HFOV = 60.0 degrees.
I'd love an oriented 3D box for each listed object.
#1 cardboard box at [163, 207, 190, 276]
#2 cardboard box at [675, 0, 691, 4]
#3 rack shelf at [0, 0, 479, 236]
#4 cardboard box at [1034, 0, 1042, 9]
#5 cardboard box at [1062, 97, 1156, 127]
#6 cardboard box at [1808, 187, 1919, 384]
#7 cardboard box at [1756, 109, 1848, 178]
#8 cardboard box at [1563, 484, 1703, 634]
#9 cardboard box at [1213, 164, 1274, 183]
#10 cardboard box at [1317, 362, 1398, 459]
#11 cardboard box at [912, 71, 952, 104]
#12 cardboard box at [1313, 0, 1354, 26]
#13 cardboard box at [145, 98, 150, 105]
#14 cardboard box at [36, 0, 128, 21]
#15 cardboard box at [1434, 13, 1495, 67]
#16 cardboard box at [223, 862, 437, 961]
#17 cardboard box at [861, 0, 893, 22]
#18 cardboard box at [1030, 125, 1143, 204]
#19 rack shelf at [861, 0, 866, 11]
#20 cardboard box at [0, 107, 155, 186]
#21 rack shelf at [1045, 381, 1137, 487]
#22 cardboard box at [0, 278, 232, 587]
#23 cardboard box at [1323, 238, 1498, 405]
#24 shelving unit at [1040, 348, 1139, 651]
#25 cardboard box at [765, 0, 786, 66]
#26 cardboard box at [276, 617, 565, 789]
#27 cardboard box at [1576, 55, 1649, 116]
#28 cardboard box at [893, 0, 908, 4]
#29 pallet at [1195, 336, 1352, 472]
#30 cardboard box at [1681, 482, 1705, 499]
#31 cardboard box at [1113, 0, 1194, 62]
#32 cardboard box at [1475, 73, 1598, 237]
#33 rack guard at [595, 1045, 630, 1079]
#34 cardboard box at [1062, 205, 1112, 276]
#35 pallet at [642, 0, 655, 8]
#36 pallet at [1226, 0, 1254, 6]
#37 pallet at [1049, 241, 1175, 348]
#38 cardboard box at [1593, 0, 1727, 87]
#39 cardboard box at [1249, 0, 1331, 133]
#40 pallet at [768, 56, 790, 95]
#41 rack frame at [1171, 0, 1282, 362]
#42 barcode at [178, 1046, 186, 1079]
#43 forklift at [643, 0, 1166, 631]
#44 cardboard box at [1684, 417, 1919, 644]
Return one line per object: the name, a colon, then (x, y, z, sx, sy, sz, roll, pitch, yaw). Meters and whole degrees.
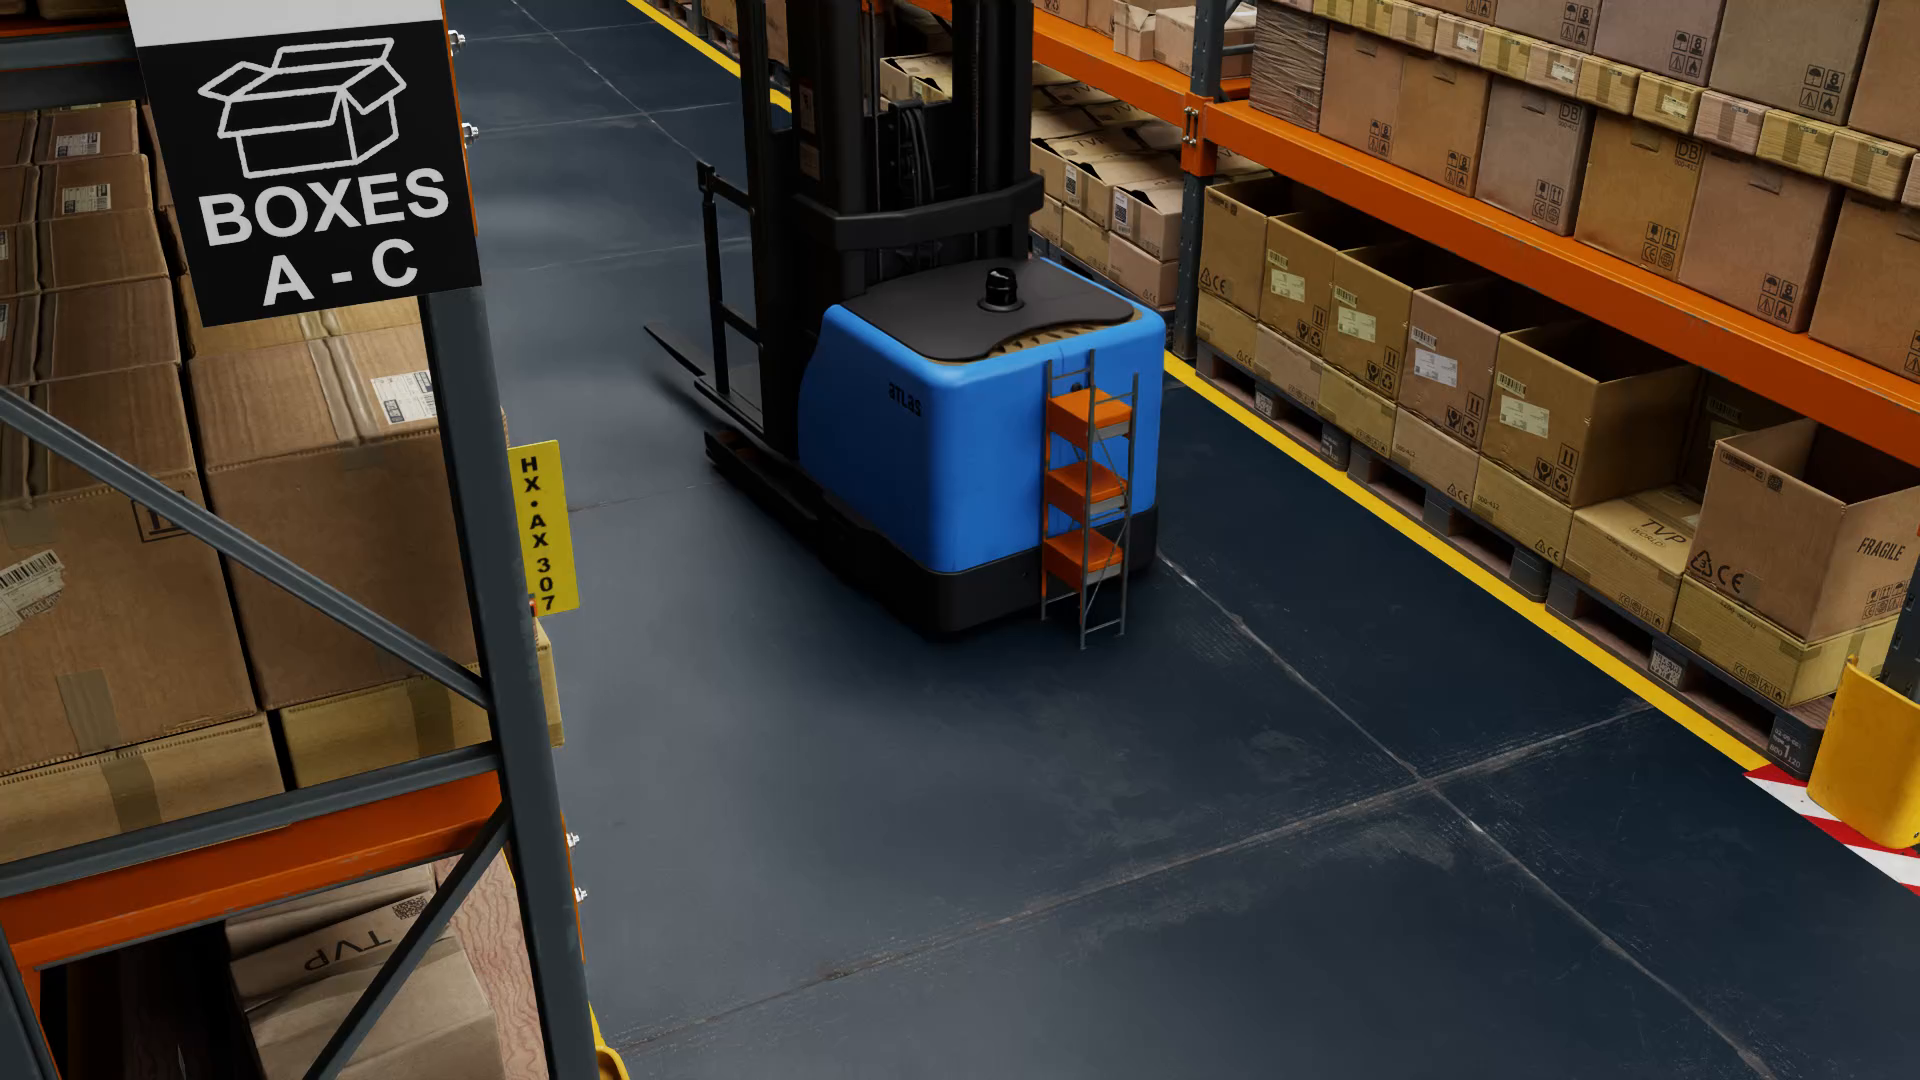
cardboard box: (-1.556, -0.517, 3.971, 0.500, 0.500, 0.500, -14, 32, -24)
cardboard box: (-2.383, -5.159, 14.989, 0.500, 0.500, 0.500, -13, 32, -22)
rack shelf: (-2.062, -1.401, 3.849, 1.077, 0.370, 4.000, -13, 32, -22)
cardboard box: (0.570, -3.404, 9.651, 0.500, 0.500, 0.500, -15, 33, -25)
cardboard box: (0.938, -2.473, 9.903, 0.500, 0.311, 0.500, -12, 32, -21)
cardboard box: (3.080, -0.817, 5.037, 0.700, 0.500, 0.500, -13, 32, -22)
cardboard box: (2.709, -1.248, 5.143, 0.380, 0.149, 0.250, -14, 32, -23)
cardboard box: (2.546, 0.059, 5.960, 0.500, 0.250, 0.500, -13, 32, -22)
cardboard box: (1.599, -1.795, 8.692, 0.500, 0.311, 0.500, -13, 32, -22)
cardboard box: (1.897, -0.603, 7.140, 0.500, 0.250, 0.500, -13, 32, -22)
cardboard box: (0.027, -2.803, 10.491, 0.500, 0.311, 0.500, -14, 32, -23)
cardboard box: (1.713, -2.274, 6.973, 0.380, 0.149, 0.250, -14, 32, -23)
cardboard box: (-2.219, -1.197, 5.183, 0.500, 0.500, 0.500, -13, 32, -22)
cardboard box: (-1.121, -1.083, 2.426, 0.500, 0.500, 0.500, -12, 32, -21)
cardboard box: (2.049, -1.930, 6.359, 0.380, 0.149, 0.250, -14, 32, -23)
cardboard box: (-1.664, 0.882, 4.409, 0.500, 0.311, 0.500, -10, 31, -18)
cardboard box: (-0.807, -3.915, 12.004, 0.500, 0.250, 0.500, -12, 31, -20)
cardboard box: (0.678, -2.128, 9.286, 0.500, 0.311, 0.500, -13, 32, -22)
rack shelf: (-1.024, -4.668, 12.743, 1.077, 0.370, 4.000, -13, 32, -22)
cardboard box: (-2.480, -0.858, 4.579, 0.500, 0.500, 0.500, -12, 32, -21)
rack shelf: (0.452, -0.371, 5.779, 0.215, 0.259, 0.240, -18, 34, -28)
cardboard box: (-1.805, -0.181, 3.372, 0.500, 0.500, 0.500, -13, 32, -21)
cardboard box: (1.898, -0.930, 6.957, 0.500, 0.500, 0.500, -13, 32, -22)
shelving unit: (0.452, -0.133, 5.913, 0.215, 1.050, 0.252, -18, 34, -28)
cardboard box: (-1.232, -4.023, 12.963, 0.500, 0.500, 0.500, -14, 32, -24)
cardboard box: (-1.126, 0.252, 3.367, 0.500, 0.250, 0.500, -14, 32, -23)
cardboard box: (2.376, -1.591, 5.755, 0.380, 0.149, 0.250, -12, 32, -21)
cardboard box: (-0.543, -3.914, 12.768, 0.500, 0.500, 0.500, -14, 32, -23)
pallet: (1.855, -0.755, 7.880, 1.003, 0.211, 1.213, -13, 32, -22)
cardboard box: (3.022, -0.052, 6.157, 0.500, 0.250, 0.500, -13, 32, -22)
cardboard box: (1.009, -2.622, 8.497, 0.396, 0.266, 0.258, -14, 32, -23)
cardboard box: (2.413, -1.500, 6.256, 0.700, 0.500, 0.500, -12, 31, -21)
rack guard: (-1.236, 1.534, 3.503, 1.175, 0.500, 0.348, -13, 32, -22)
cardboard box: (0.896, -1.661, 9.028, 0.500, 0.250, 0.500, -14, 32, -23)
pallet: (-2.704, -5.492, 16.328, 1.003, 0.211, 1.213, -13, 32, -22)
pallet: (2.886, -5.338, 16.053, 1.003, 0.211, 1.213, -13, 32, -22)
pallet: (1.200, -1.432, 9.088, 1.003, 0.211, 1.213, -13, 32, -22)
cardboard box: (2.610, -1.860, 5.571, 0.700, 0.500, 0.500, -13, 32, -22)
cardboard box: (1.748, -2.180, 7.469, 0.700, 0.500, 0.500, -14, 32, -23)
pallet: (-0.972, -3.758, 13.236, 1.003, 0.211, 1.213, -13, 32, -22)
rack frame: (1.552, -2.331, 7.840, 1.000, 3.000, 0.127, -13, 32, -22)
barcode: (-1.788, 1.206, 3.823, 0.001, 0.075, 0.075, -13, 32, -22)
forklift: (-0.459, -1.625, 6.651, 1.130, 2.935, 3.031, -18, 34, -28)
cardboard box: (2.770, -0.050, 5.387, 0.500, 0.500, 0.500, -13, 32, -22)
